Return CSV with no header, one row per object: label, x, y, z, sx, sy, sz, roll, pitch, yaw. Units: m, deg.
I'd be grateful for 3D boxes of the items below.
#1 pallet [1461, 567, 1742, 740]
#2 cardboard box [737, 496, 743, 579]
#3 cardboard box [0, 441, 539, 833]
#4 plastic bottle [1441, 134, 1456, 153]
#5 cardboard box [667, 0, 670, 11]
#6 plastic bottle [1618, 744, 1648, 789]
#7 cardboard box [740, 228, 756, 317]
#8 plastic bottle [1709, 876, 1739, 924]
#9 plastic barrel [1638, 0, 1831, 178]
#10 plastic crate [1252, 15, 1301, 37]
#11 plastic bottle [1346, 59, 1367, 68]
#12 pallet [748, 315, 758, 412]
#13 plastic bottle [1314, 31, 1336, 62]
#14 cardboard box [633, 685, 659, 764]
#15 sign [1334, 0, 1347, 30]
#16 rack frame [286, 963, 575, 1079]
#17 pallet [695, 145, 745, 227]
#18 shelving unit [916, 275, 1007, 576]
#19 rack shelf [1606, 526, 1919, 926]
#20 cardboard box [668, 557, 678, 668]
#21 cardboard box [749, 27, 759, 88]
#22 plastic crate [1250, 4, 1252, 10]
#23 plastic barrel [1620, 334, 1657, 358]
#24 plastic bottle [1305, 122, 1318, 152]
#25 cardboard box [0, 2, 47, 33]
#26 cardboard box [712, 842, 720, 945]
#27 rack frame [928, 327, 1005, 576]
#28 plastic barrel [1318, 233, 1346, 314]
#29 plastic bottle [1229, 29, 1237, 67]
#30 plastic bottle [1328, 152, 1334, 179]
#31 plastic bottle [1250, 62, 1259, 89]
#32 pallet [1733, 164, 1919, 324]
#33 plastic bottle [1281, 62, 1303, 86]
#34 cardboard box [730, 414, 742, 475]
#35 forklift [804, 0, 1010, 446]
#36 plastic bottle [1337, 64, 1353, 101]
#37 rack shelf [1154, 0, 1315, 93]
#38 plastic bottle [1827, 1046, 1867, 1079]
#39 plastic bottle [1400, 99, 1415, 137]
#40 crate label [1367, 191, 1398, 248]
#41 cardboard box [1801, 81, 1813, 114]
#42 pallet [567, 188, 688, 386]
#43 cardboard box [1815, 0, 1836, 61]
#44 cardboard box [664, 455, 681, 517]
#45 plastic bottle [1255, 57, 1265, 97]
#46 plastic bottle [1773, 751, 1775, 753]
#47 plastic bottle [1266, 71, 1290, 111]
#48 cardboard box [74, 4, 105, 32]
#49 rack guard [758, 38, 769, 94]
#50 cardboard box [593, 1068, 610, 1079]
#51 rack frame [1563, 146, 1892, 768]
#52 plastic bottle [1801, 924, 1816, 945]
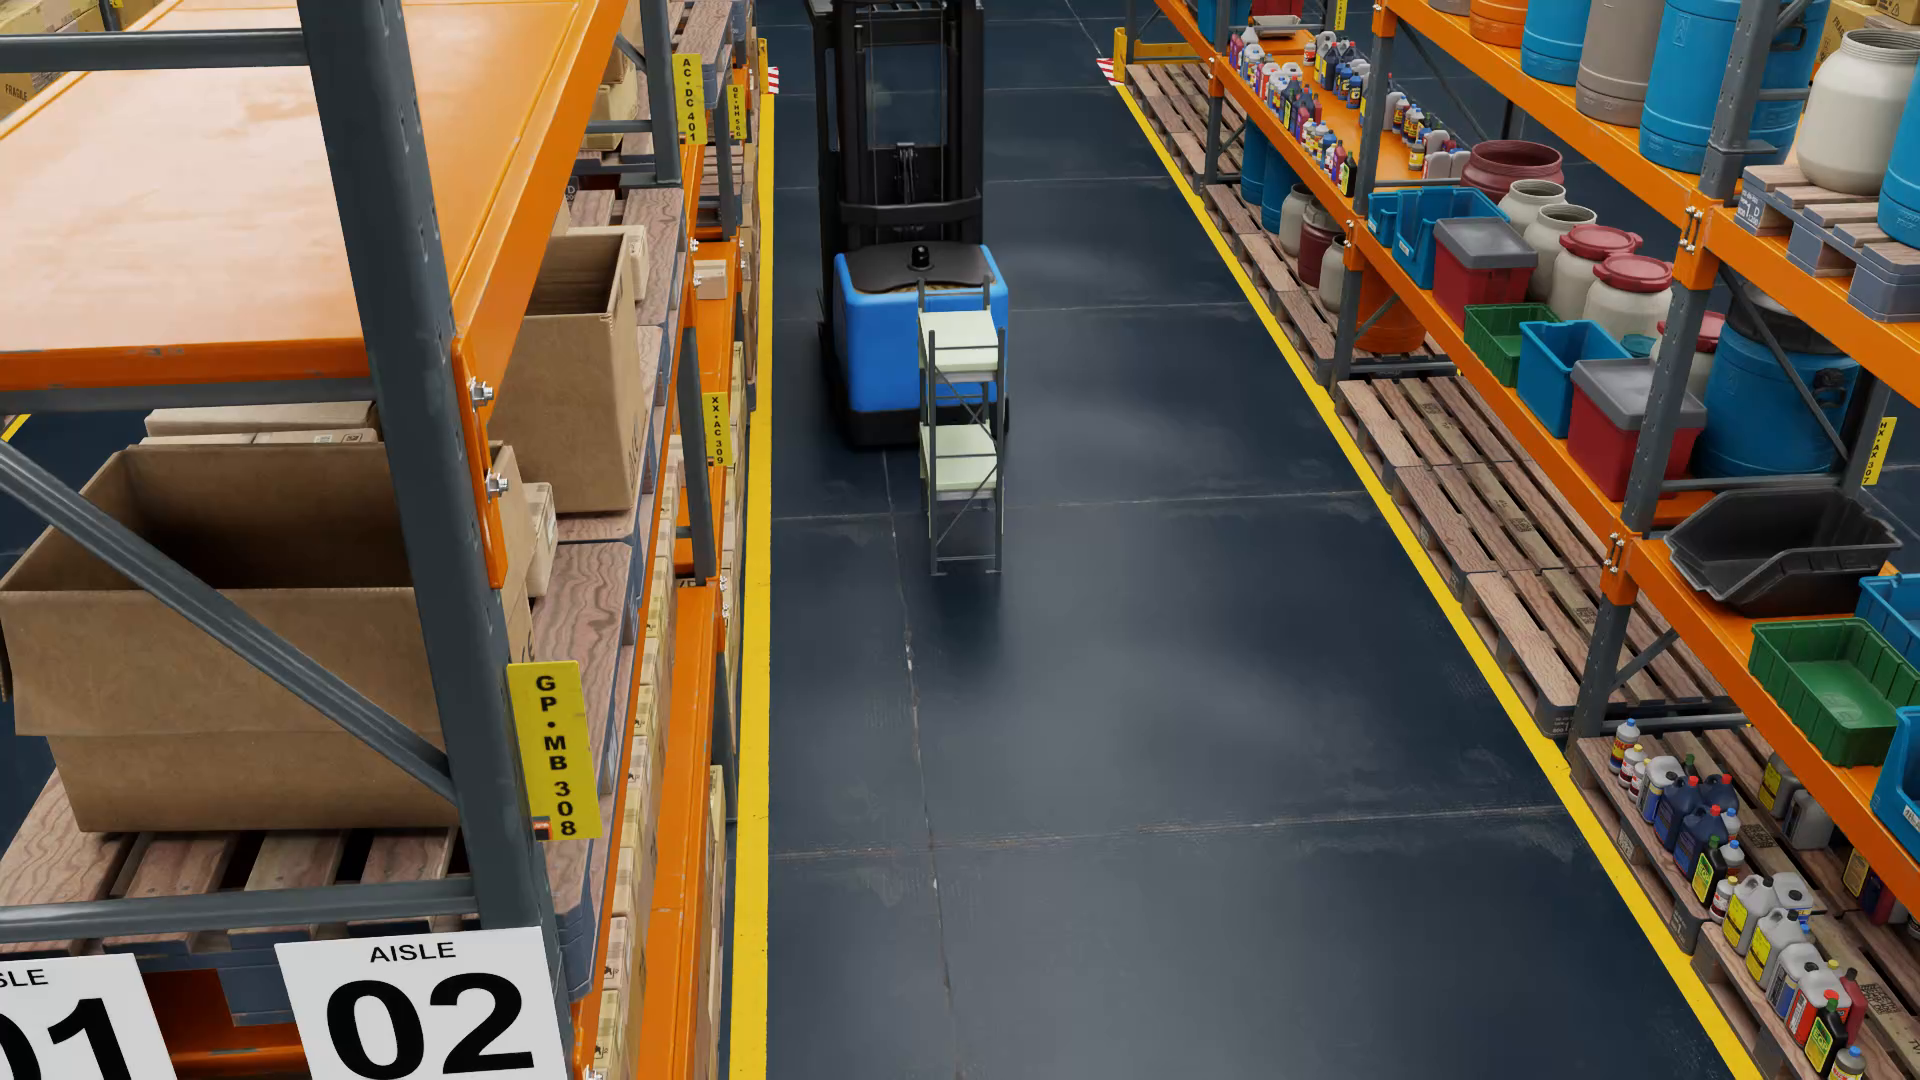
pallet,3.300,0.555,8.615,1.003,0.211,1.213,-3,31,-5
cardboard box,-1.456,-0.010,9.114,0.500,0.250,0.500,-2,31,-4
cardboard box,-1.196,0.169,2.971,0.797,0.503,0.637,-1,31,-1
plastic bottle,3.334,-2.641,11.361,0.061,0.283,0.133,-3,31,-5
cardboard box,-1.687,-2.665,8.098,0.500,0.250,0.500,-3,31,-6
plastic bottle,3.015,1.005,7.442,0.097,0.201,0.097,0,31,0
cardboard box,-1.748,-1.935,12.073,0.500,0.500,0.500,-3,31,-5
plastic bottle,3.095,1.444,6.708,0.097,0.201,0.097,0,31,0
plastic barrel,3.148,-1.995,6.751,0.600,0.901,0.708,-3,31,-5
plastic crate,2.763,-4.484,14.531,0.396,0.136,0.243,-3,31,-5
plastic bottle,3.104,-3.644,13.047,0.152,0.276,0.135,-3,31,-5
pallet,-1.926,-1.235,11.613,1.003,0.211,1.213,-3,31,-5
plastic bottle,3.023,-4.088,13.791,0.152,0.276,0.135,-3,31,-5
cardboard box,-1.137,0.584,5.118,0.380,0.149,0.250,-2,31,-3
sign,3.212,-4.471,14.041,0.100,0.325,0.005,-3,31,-5
rack frame,-1.147,2.035,3.418,1.000,3.000,0.127,-3,31,-5
pallet,-2.027,-2.310,10.879,1.213,0.211,1.003,-3,31,-5
shelving unit,0.001,-0.640,9.360,0.431,1.500,0.755,-3,31,-5
rack shelf,3.599,1.087,5.707,1.077,0.370,4.000,-3,31,-5
cardboard box,-1.473,0.176,6.433,0.700,0.500,0.500,-4,31,-6
cardboard box,-2.345,-4.984,17.178,0.500,0.500,0.500,-3,31,-5
plastic crate,2.705,-5.090,15.405,0.437,0.282,0.530,-3,31,-5
plastic barrel,3.441,-0.866,8.411,0.301,0.262,0.301,0,31,0
plastic bottle,2.507,-2.862,11.810,0.097,0.201,0.097,0,31,0
cardboard box,-6.815,-3.605,11.723,0.500,0.250,0.500,-2,31,-4
cardboard box,-1.223,1.475,6.628,0.500,0.250,0.500,-3,31,-5
rack frame,0.035,-0.454,9.047,0.400,1.500,0.023,-3,31,-5
plastic barrel,2.834,-1.930,12.073,0.421,0.512,0.421,0,31,0
plastic bottle,2.274,-4.069,13.752,0.061,0.283,0.133,-3,31,-5
plastic bottle,2.561,-2.563,11.310,0.097,0.201,0.097,0,31,0
plastic bottle,2.355,-3.690,13.197,0.097,0.201,0.097,0,31,0
pallet,3.576,-1.086,5.902,1.213,0.211,1.003,-3,31,-5
plastic bottle,2.566,-3.554,12.896,0.152,0.276,0.135,-3,31,-5
cardboard box,-1.501,-0.512,9.407,0.500,0.311,0.500,-3,31,-5
forklift,-0.429,-2.598,11.241,1.130,2.935,3.031,-5,31,-8
plastic bottle,2.994,-3.558,12.907,0.097,0.271,0.097,0,31,0
rack shelf,2.477,-5.039,15.964,1.077,0.370,4.000,-3,31,-5
plastic bottle,3.177,1.895,5.952,0.097,0.201,0.097,0,31,0
plastic bottle,3.257,-3.063,12.068,0.061,0.283,0.133,-3,31,-5
crate label,2.704,-1.980,10.303,0.303,0.233,0.416,-3,31,-5
cardboard box,7.675,-3.507,14.359,1.225,0.875,0.875,-3,31,-4
pallet,-1.415,-0.823,5.364,1.003,0.211,1.213,-3,31,-5
cardboard box,7.390,-4.361,14.028,0.500,0.500,0.500,-3,31,-4
cardboard box,-1.282,-0.200,6.430,0.380,0.149,0.250,-3,31,-5
plastic bottle,2.357,-3.616,12.993,0.061,0.283,0.133,-3,31,-5
plastic bottle,3.756,0.940,7.551,0.097,0.201,0.097,0,31,0
plastic bottle,2.436,-3.428,12.686,0.152,0.276,0.135,-3,31,-5
cardboard box,-6.905,-3.808,12.794,0.500,0.500,0.500,-3,31,-5
rack guard,-2.634,-5.022,17.671,1.175,0.500,0.348,-3,31,-5
cardboard box,-0.996,1.368,3.805,0.380,0.149,0.250,-4,31,-6
rack frame,3.412,-0.243,7.232,1.000,3.000,0.127,-3,31,-5
plastic bottle,3.265,1.582,6.477,0.097,0.201,0.097,0,31,0
